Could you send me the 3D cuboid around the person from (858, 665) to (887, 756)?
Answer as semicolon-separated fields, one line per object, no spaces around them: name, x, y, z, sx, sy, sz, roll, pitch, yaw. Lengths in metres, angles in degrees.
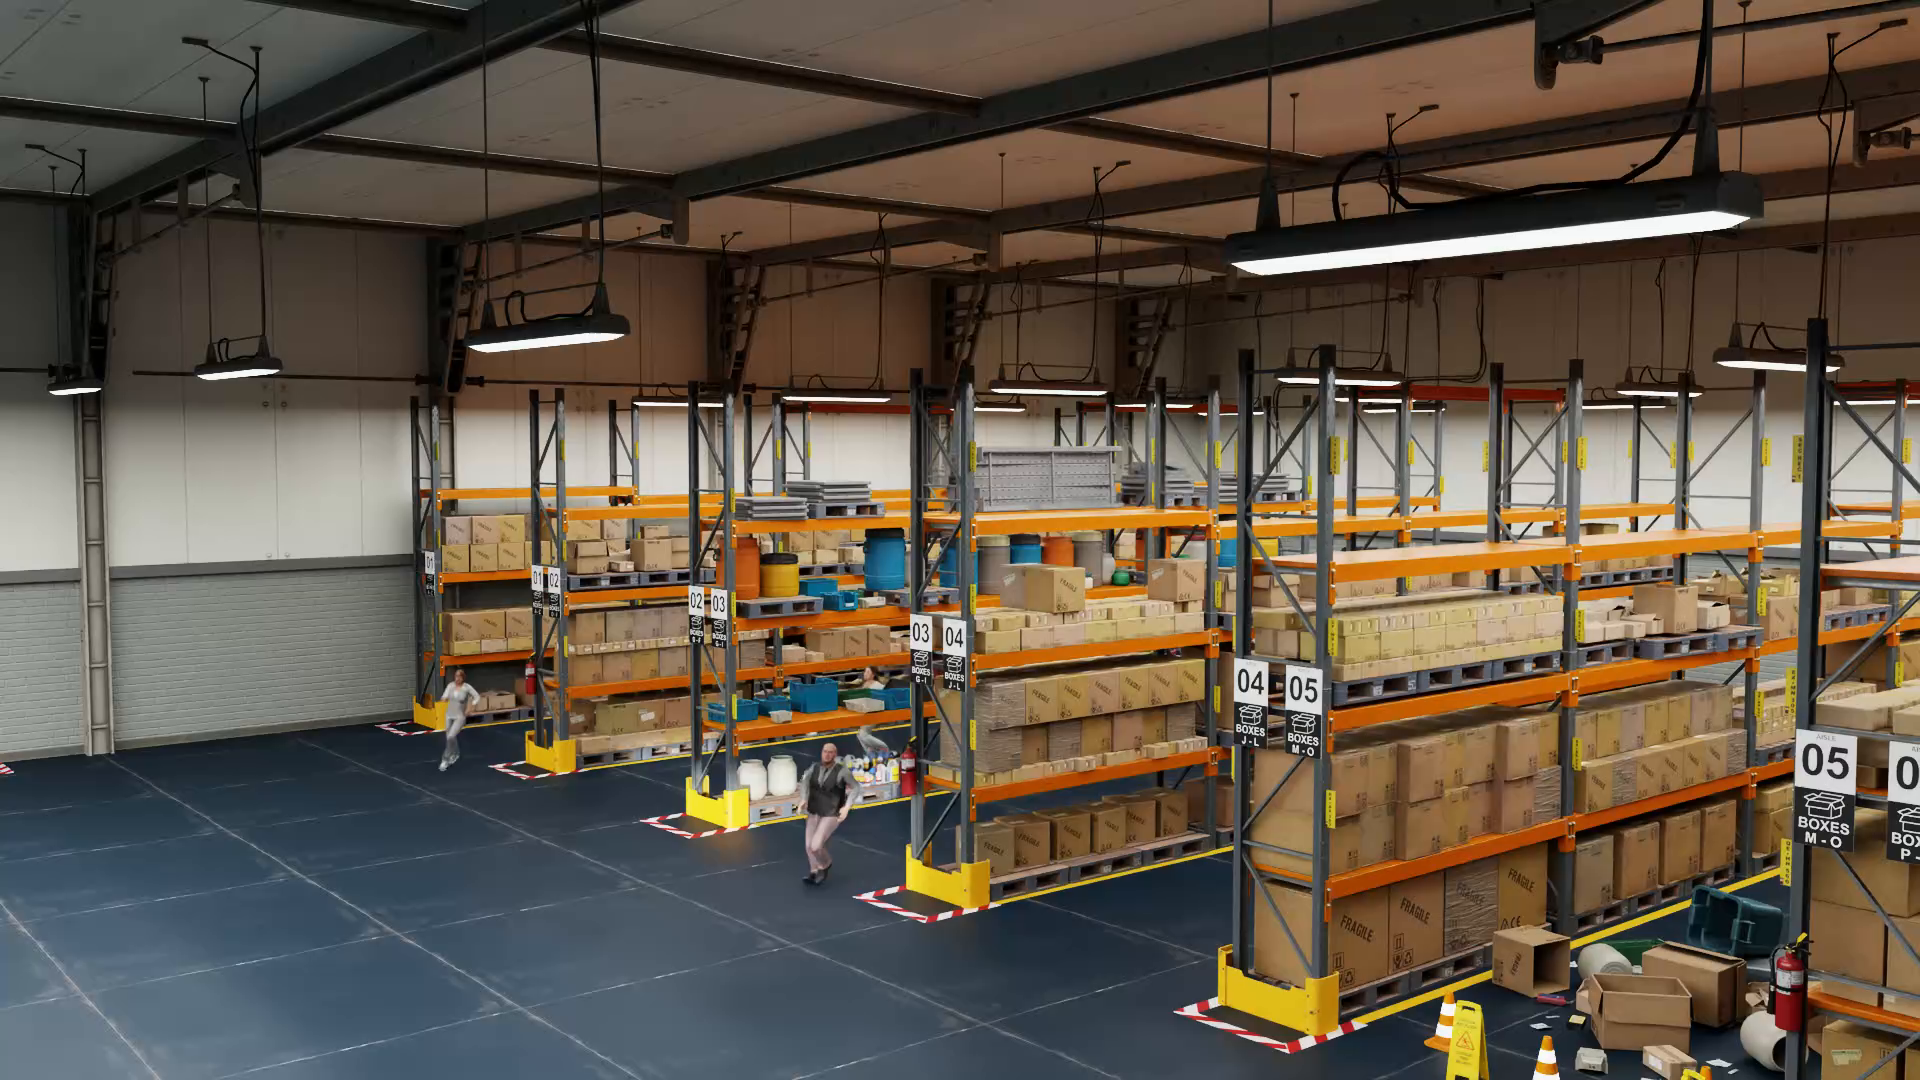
person;-1.445;2.798;26.339;0.555;1.631;0.558;-3;5;-42

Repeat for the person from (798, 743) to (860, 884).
person;-1.574;3.188;19.282;0.713;1.669;0.575;2;4;28

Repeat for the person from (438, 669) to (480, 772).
person;-7.931;2.830;26.284;0.562;1.604;0.675;1;3;12
